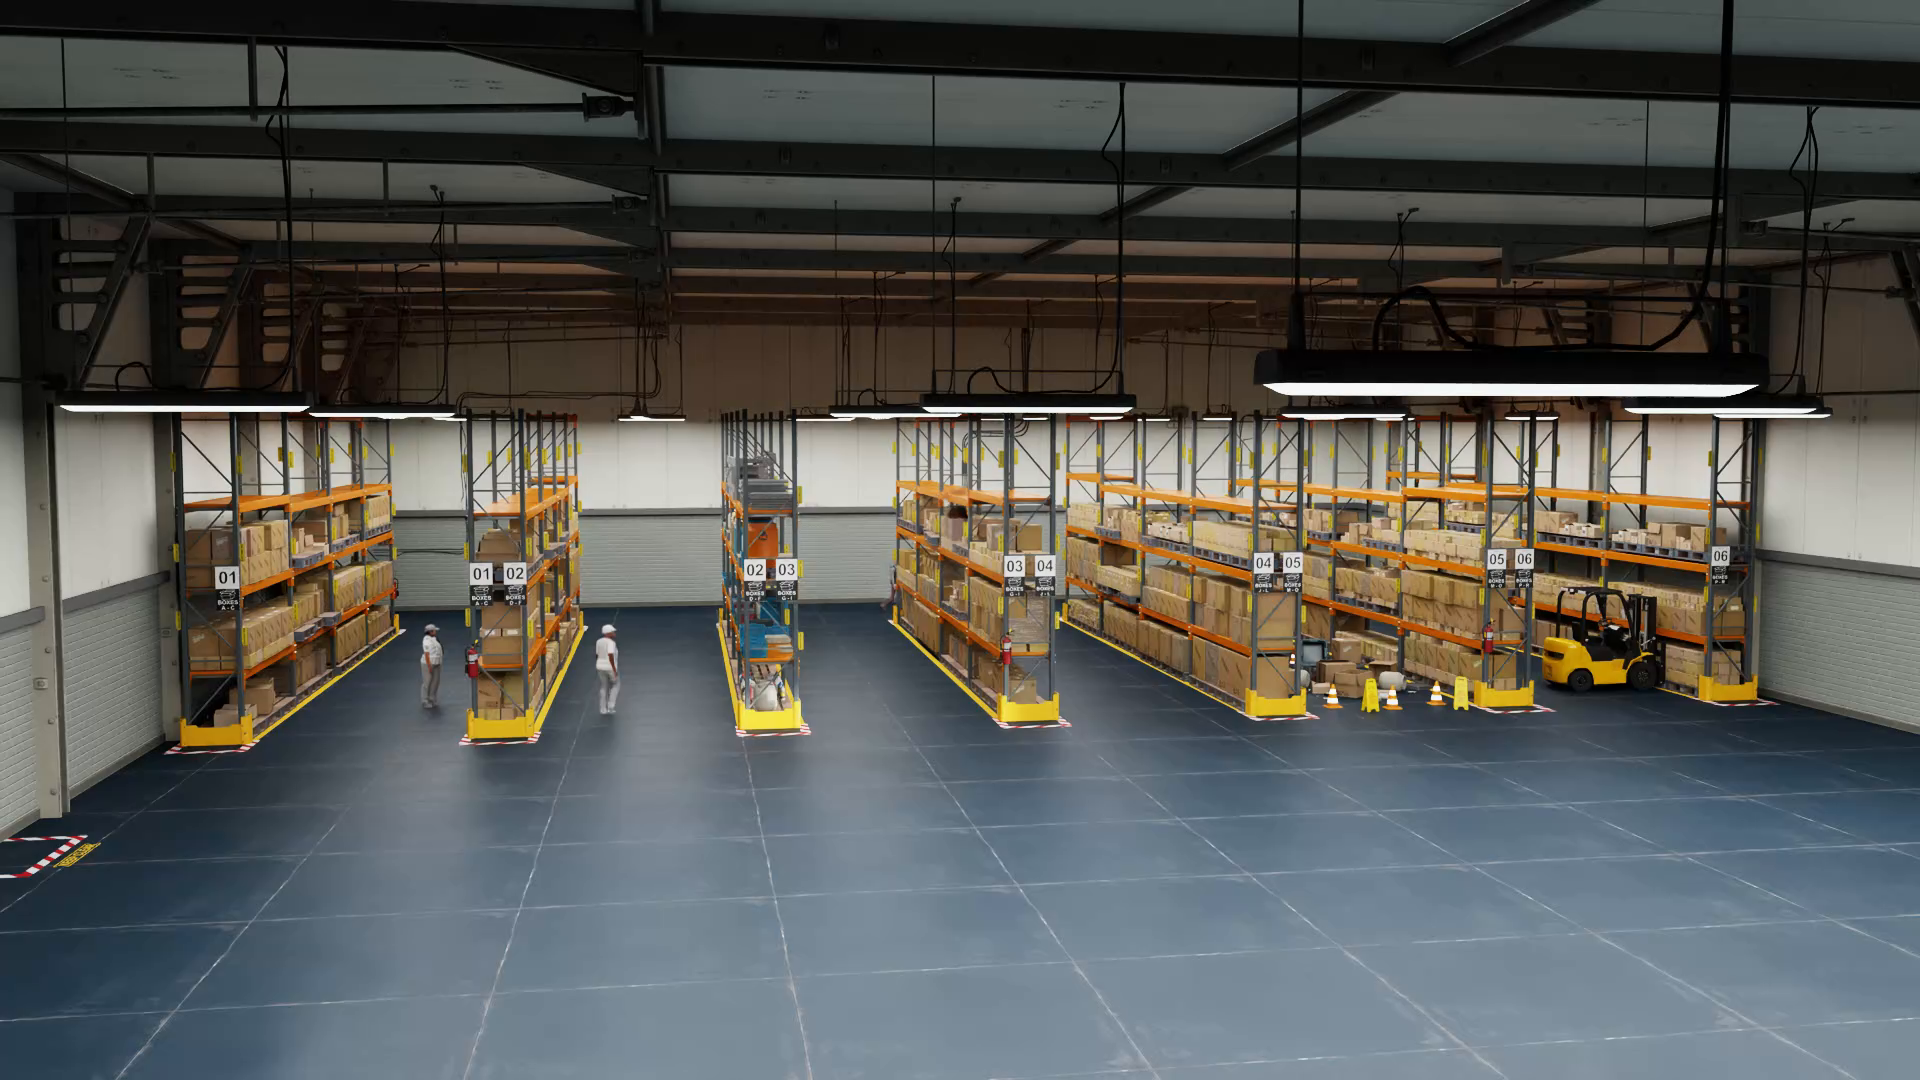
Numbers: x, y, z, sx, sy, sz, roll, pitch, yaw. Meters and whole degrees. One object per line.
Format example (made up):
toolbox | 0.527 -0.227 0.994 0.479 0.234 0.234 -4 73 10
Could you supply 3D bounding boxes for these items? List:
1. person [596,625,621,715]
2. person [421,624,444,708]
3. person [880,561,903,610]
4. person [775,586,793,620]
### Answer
person | -6.971 2.585 33.019 0.596 1.808 0.663 1 4 15
person | -10.717 2.541 33.734 0.404 1.677 0.518 1 4 14
person | -1.951 1.361 50.570 0.977 1.675 0.638 1 4 11
person | -5.134 1.483 48.035 0.504 1.744 0.612 2 4 23
